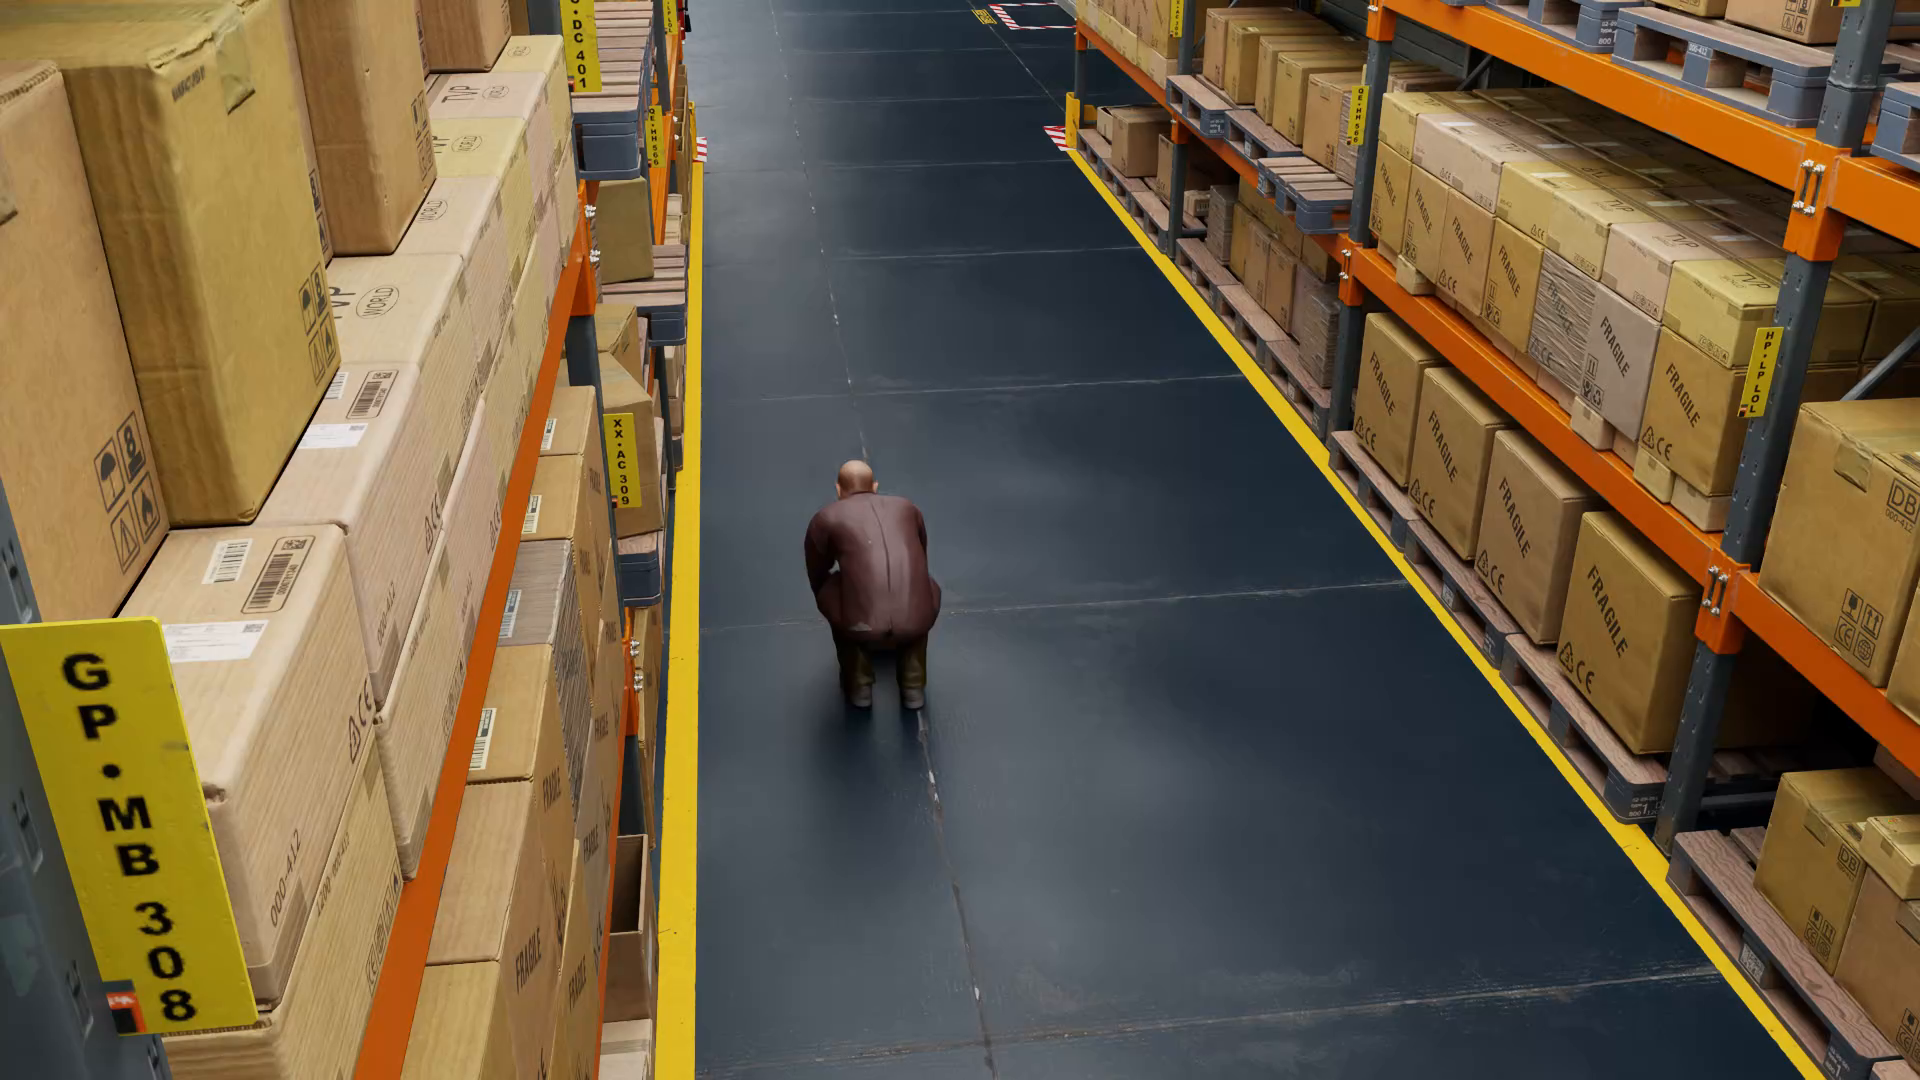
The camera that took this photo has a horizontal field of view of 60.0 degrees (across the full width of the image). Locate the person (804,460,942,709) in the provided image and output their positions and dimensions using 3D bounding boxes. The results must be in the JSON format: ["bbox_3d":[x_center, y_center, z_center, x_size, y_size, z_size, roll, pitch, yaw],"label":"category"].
[{"bbox_3d":[-0.392,0.249,7.606,0.609,0.909,0.900,-4,27,-7],"label":"person"}]
